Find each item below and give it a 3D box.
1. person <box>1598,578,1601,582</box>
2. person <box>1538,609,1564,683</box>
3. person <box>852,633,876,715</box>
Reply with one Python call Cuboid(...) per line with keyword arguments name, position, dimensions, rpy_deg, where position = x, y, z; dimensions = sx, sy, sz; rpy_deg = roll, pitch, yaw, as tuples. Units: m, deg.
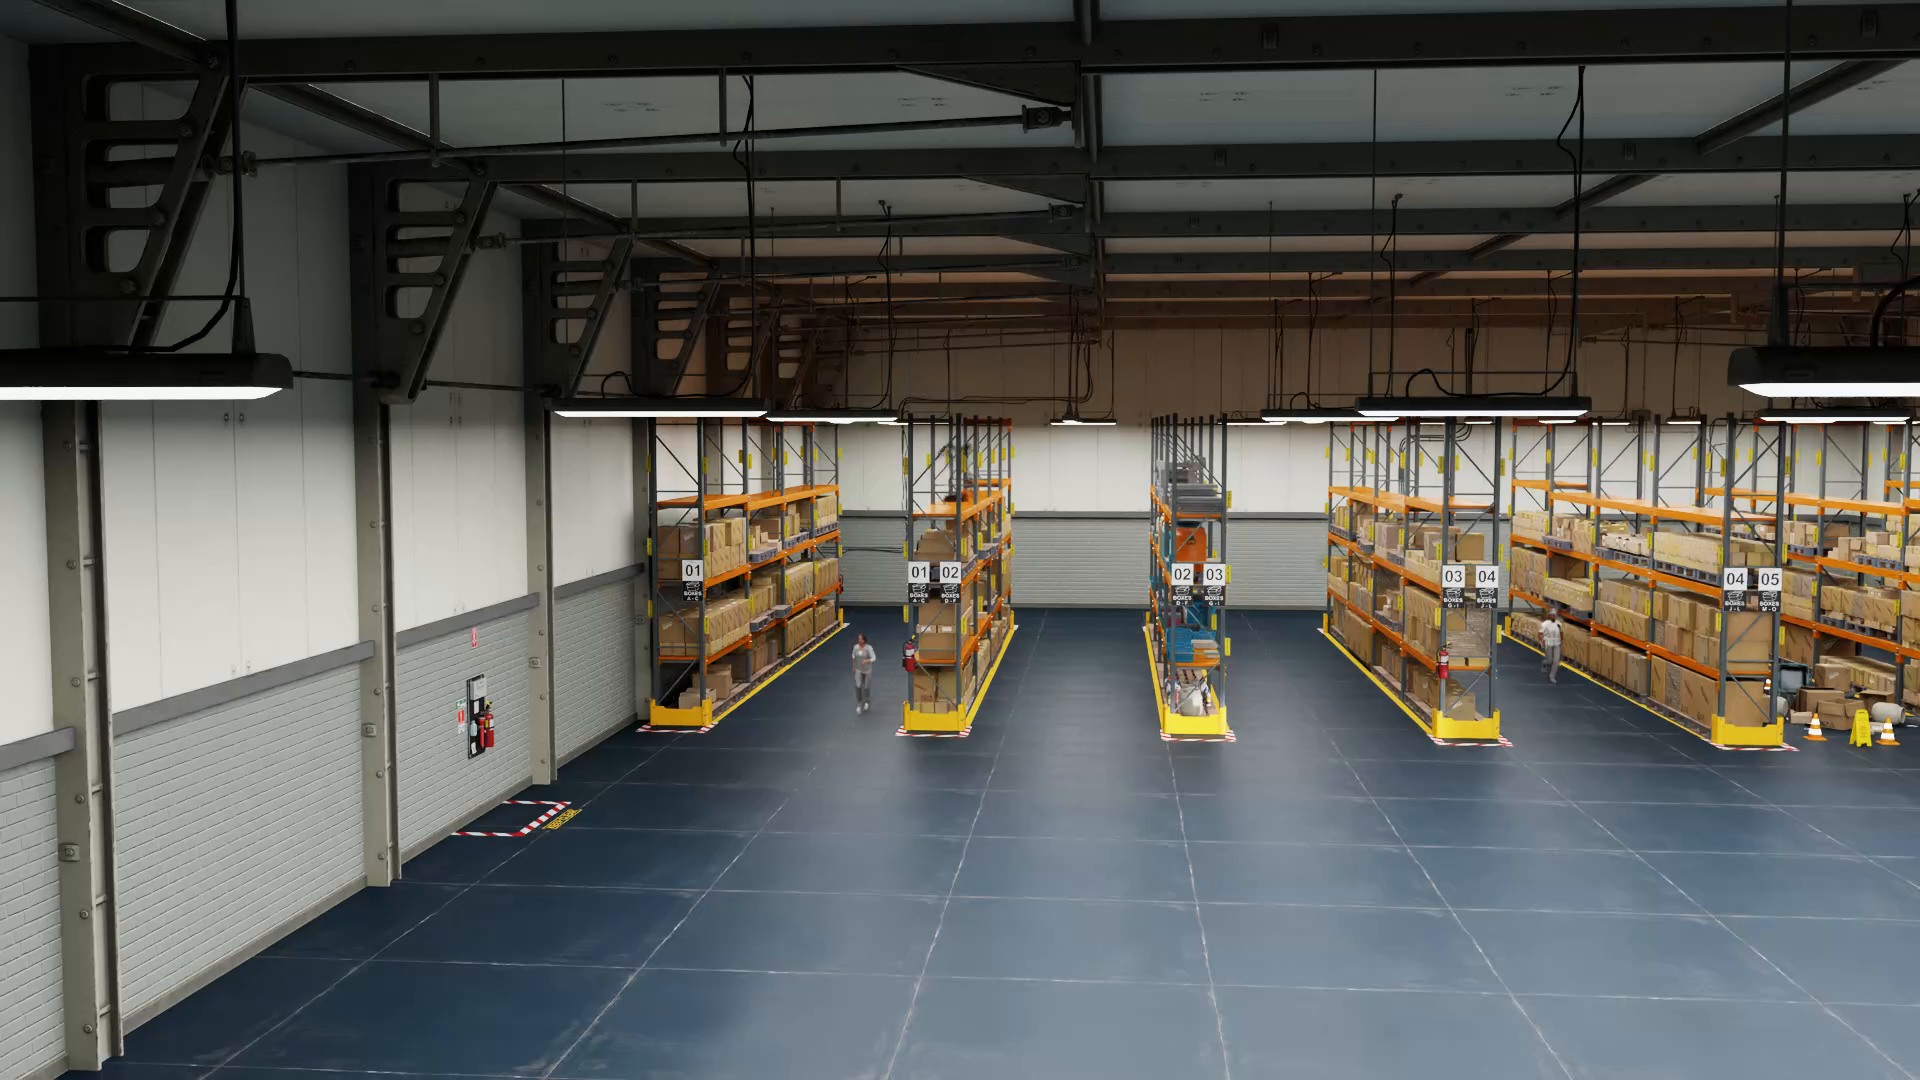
Cuboid(name="person", position=(17.241, 1.849, 45.012), dimensions=(0.664, 1.688, 0.720), rpy_deg=(-1, 4, -8))
Cuboid(name="person", position=(13.387, 2.373, 37.630), dimensions=(0.585, 1.667, 0.604), rpy_deg=(0, 4, 1))
Cuboid(name="person", position=(-1.933, 2.681, 33.389), dimensions=(0.519, 1.633, 0.700), rpy_deg=(0, 4, 7))
